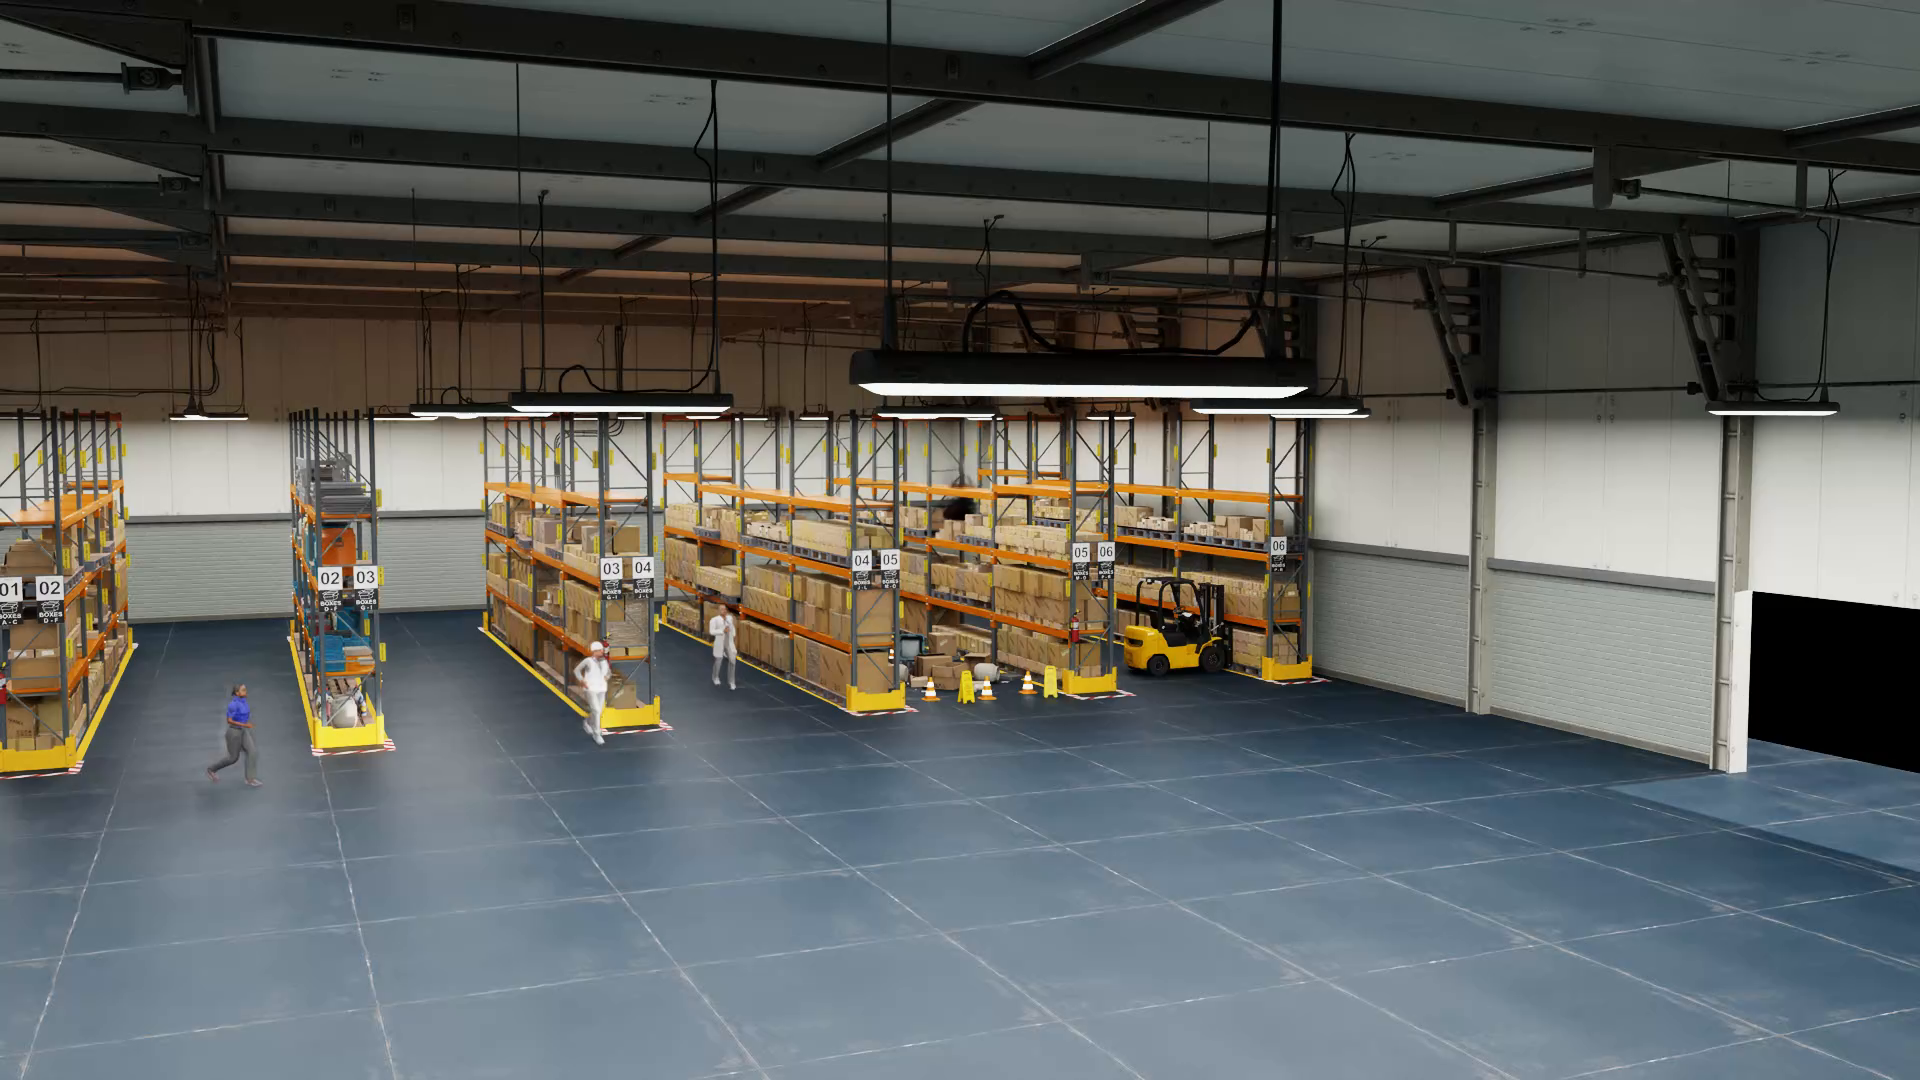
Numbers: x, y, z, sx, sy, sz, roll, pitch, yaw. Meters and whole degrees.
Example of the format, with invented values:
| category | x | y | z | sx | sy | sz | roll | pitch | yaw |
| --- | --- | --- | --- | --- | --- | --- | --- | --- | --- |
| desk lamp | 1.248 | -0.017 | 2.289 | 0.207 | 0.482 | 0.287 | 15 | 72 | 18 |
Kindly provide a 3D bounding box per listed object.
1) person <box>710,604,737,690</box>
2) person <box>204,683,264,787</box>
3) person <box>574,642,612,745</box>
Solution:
| category | x | y | z | sx | sy | sz | roll | pitch | yaw |
| --- | --- | --- | --- | --- | --- | --- | --- | --- | --- |
| person | -5.129 | 2.310 | 36.003 | 0.677 | 1.846 | 0.866 | -2 | 5 | -30 |
| person | -11.451 | 3.074 | 26.223 | 0.881 | 1.653 | 0.565 | 0 | 4 | 1 |
| person | -6.565 | 2.733 | 30.079 | 0.952 | 1.776 | 0.660 | 3 | 5 | 39 |
